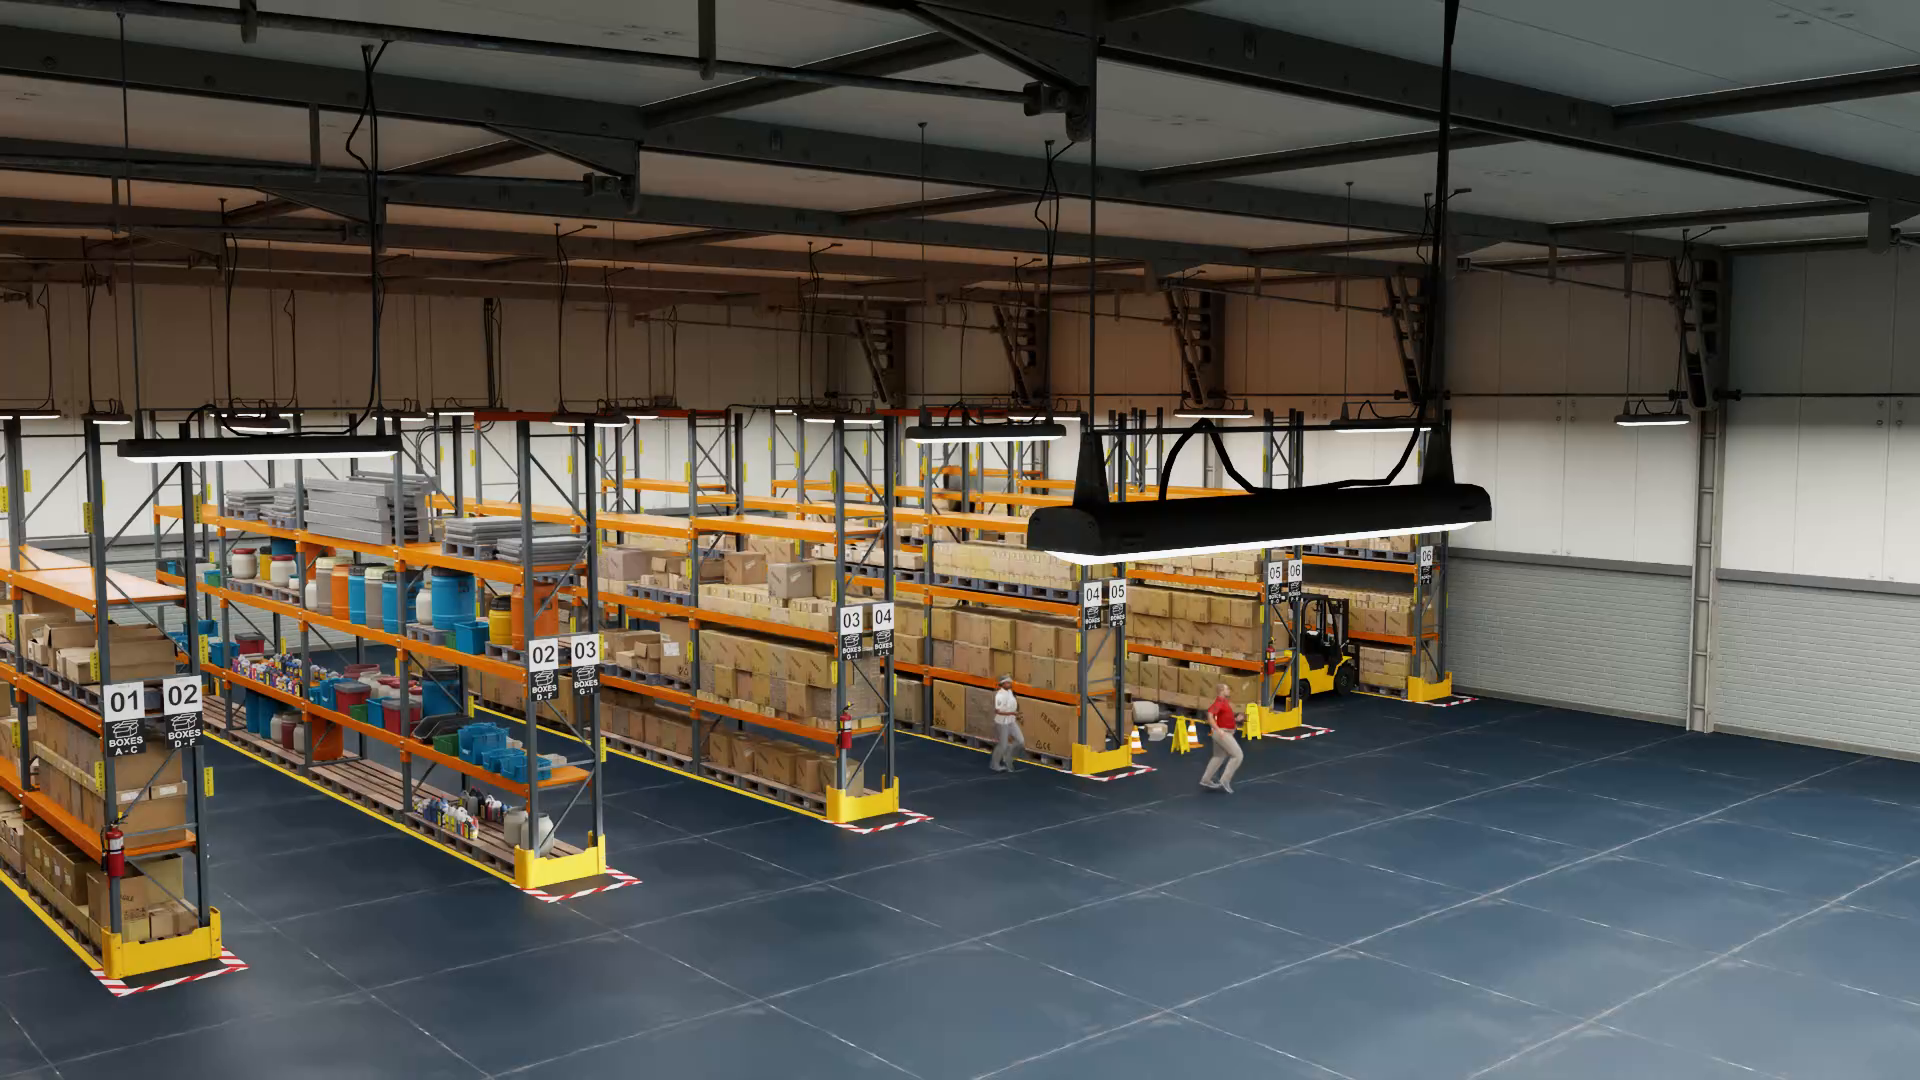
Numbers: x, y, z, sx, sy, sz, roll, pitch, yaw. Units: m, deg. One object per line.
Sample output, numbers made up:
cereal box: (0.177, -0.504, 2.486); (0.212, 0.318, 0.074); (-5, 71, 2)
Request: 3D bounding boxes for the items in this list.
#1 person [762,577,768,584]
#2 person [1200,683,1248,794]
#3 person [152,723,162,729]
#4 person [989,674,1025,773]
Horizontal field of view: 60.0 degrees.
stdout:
person: (-4.958, 1.569, 44.518); (0.729, 1.808, 0.758); (-3, 6, -28)
person: (4.212, 3.161, 26.477); (0.727, 1.768, 0.634); (0, 5, 3)
person: (-13.173, 3.180, 26.875); (0.581, 1.603, 0.608); (5, 7, 44)
person: (0.793, 3.066, 27.730); (0.673, 1.698, 0.548); (4, 6, 37)
